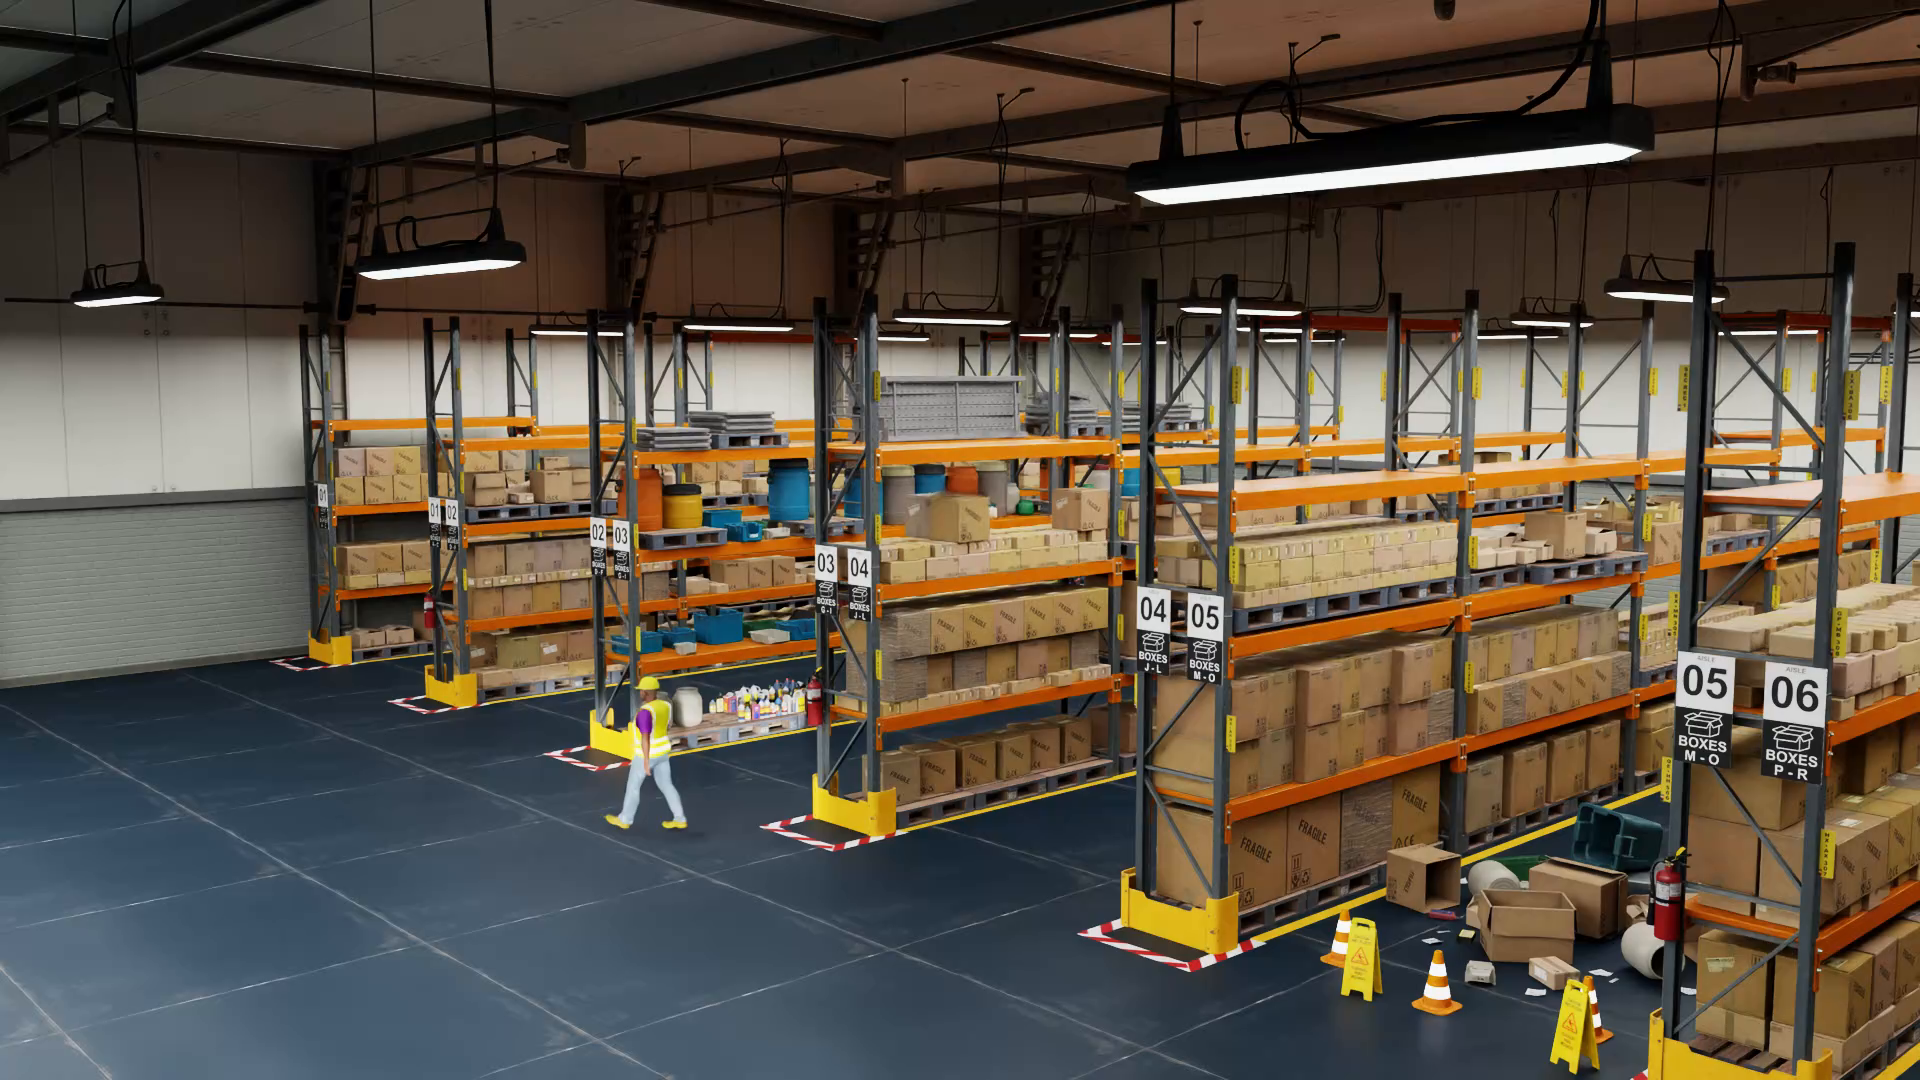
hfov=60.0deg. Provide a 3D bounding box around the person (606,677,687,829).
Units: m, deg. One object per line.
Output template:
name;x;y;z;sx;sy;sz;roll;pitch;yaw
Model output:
person;-3.519;2.405;18.810;0.911;1.741;0.568;3;7;31
